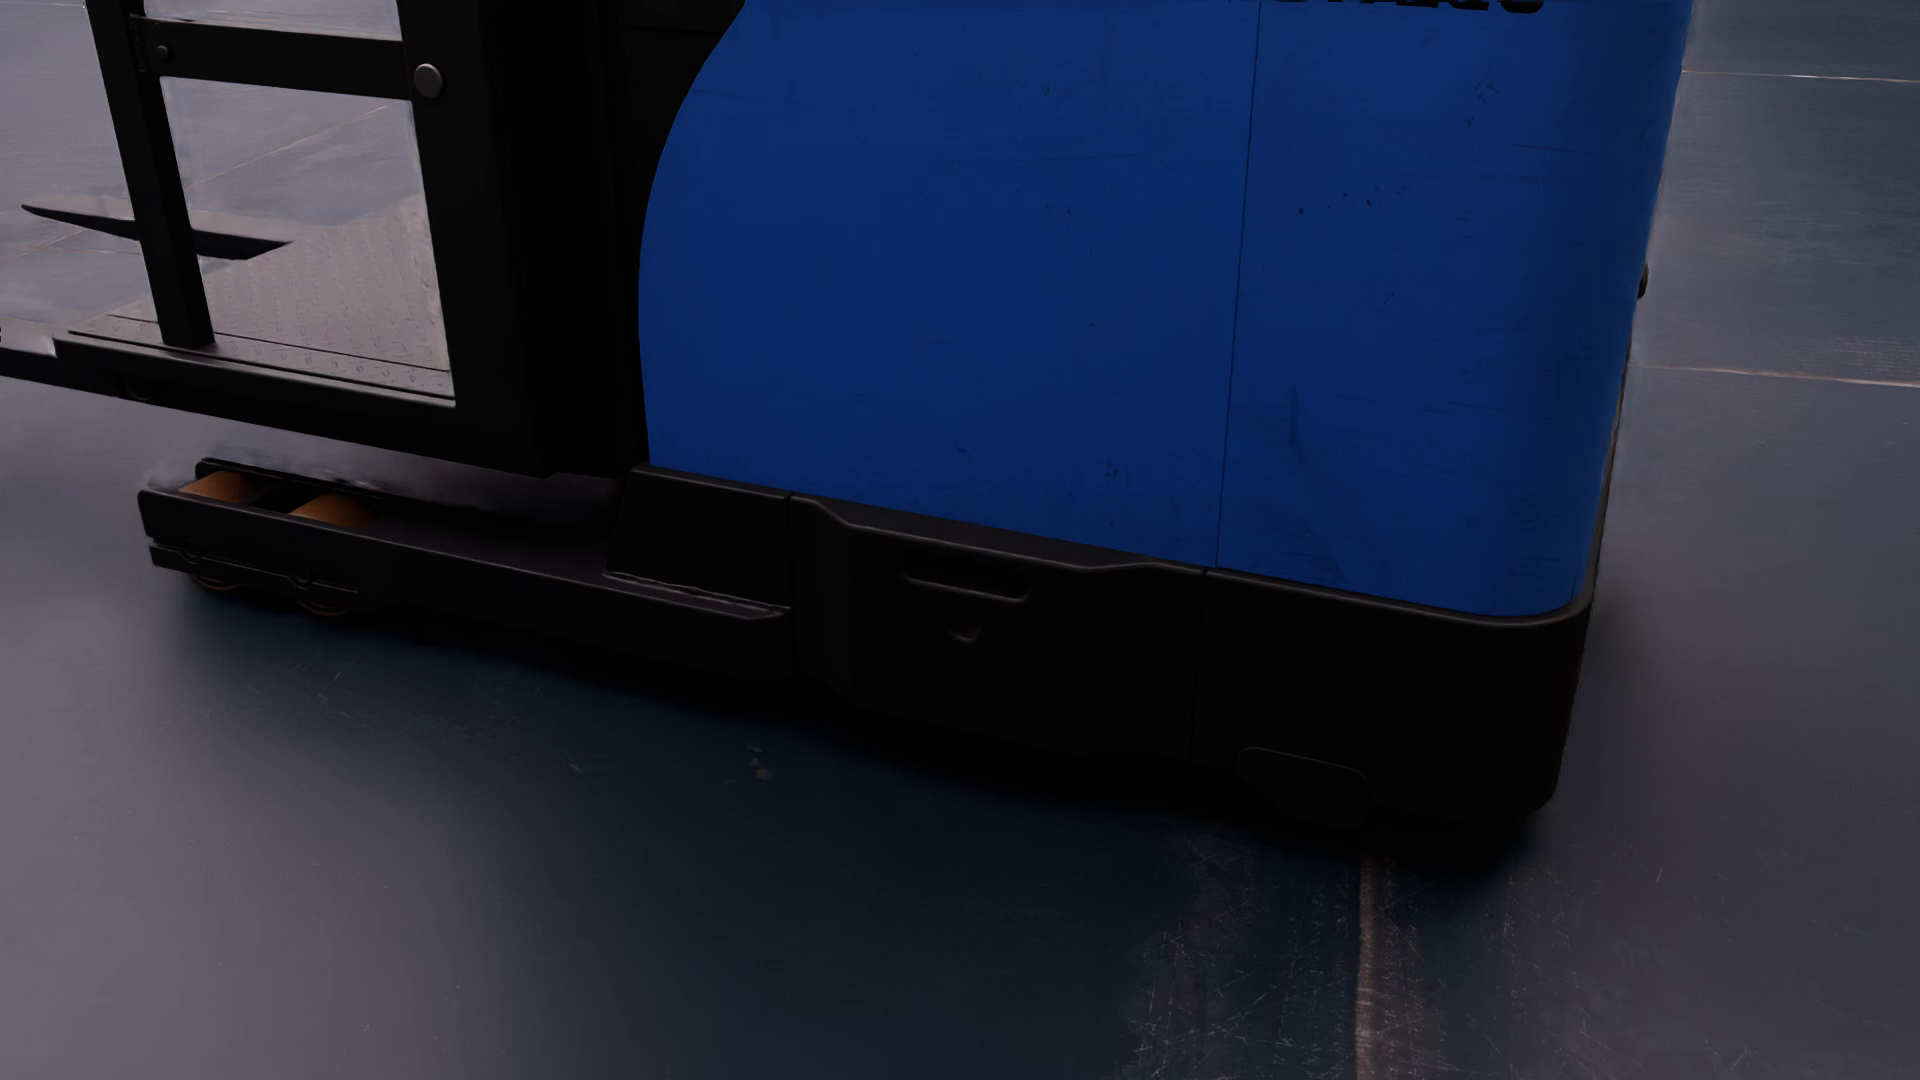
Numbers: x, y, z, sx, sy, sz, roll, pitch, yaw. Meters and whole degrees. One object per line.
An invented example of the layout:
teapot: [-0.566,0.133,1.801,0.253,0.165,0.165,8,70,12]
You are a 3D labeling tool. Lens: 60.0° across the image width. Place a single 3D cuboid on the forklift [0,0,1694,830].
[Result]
forklift: [-0.595,-1.409,2.040,3.031,2.935,1.130,11,29,20]
